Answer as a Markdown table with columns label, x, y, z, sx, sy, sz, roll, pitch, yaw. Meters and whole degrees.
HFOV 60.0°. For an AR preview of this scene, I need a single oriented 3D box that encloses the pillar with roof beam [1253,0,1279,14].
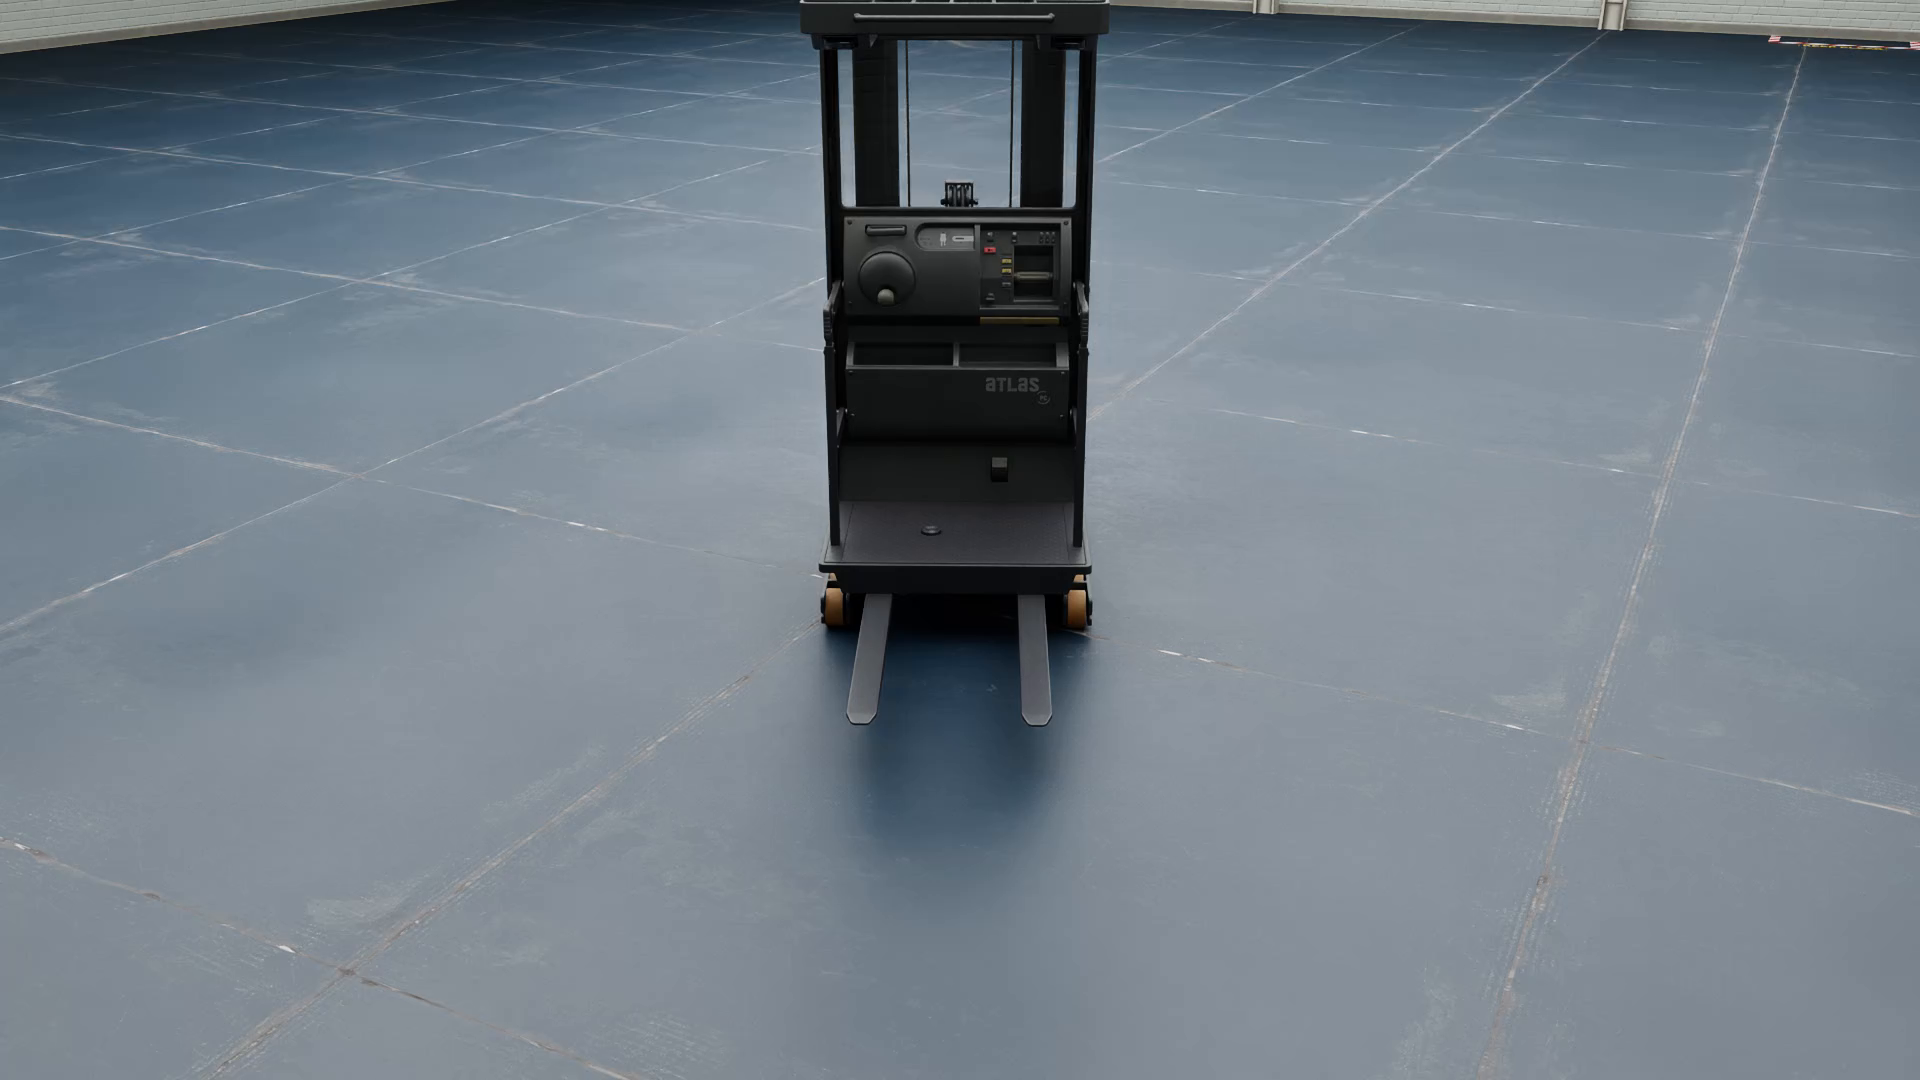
| label | x | y | z | sx | sy | sz | roll | pitch | yaw |
| --- | --- | --- | --- | --- | --- | --- | --- | --- | --- |
| pillar with roof beam | 3.655 | -12.290 | 25.149 | 0.400 | 9.000 | 9.100 | 11 | 25 | 25 |

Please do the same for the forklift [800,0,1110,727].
| label | x | y | z | sx | sy | sz | roll | pitch | yaw |
| --- | --- | --- | --- | --- | --- | --- | --- | --- | --- |
| forklift | -0.011 | -1.104 | 6.602 | 1.130 | 2.935 | 3.031 | 0 | 23 | 1 |

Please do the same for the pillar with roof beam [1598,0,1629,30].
| label | x | y | z | sx | sy | sz | roll | pitch | yaw |
| --- | --- | --- | --- | --- | --- | --- | --- | --- | --- |
| pillar with roof beam | 9.009 | -11.230 | 22.658 | 0.400 | 9.000 | 9.100 | 11 | 25 | 25 |
